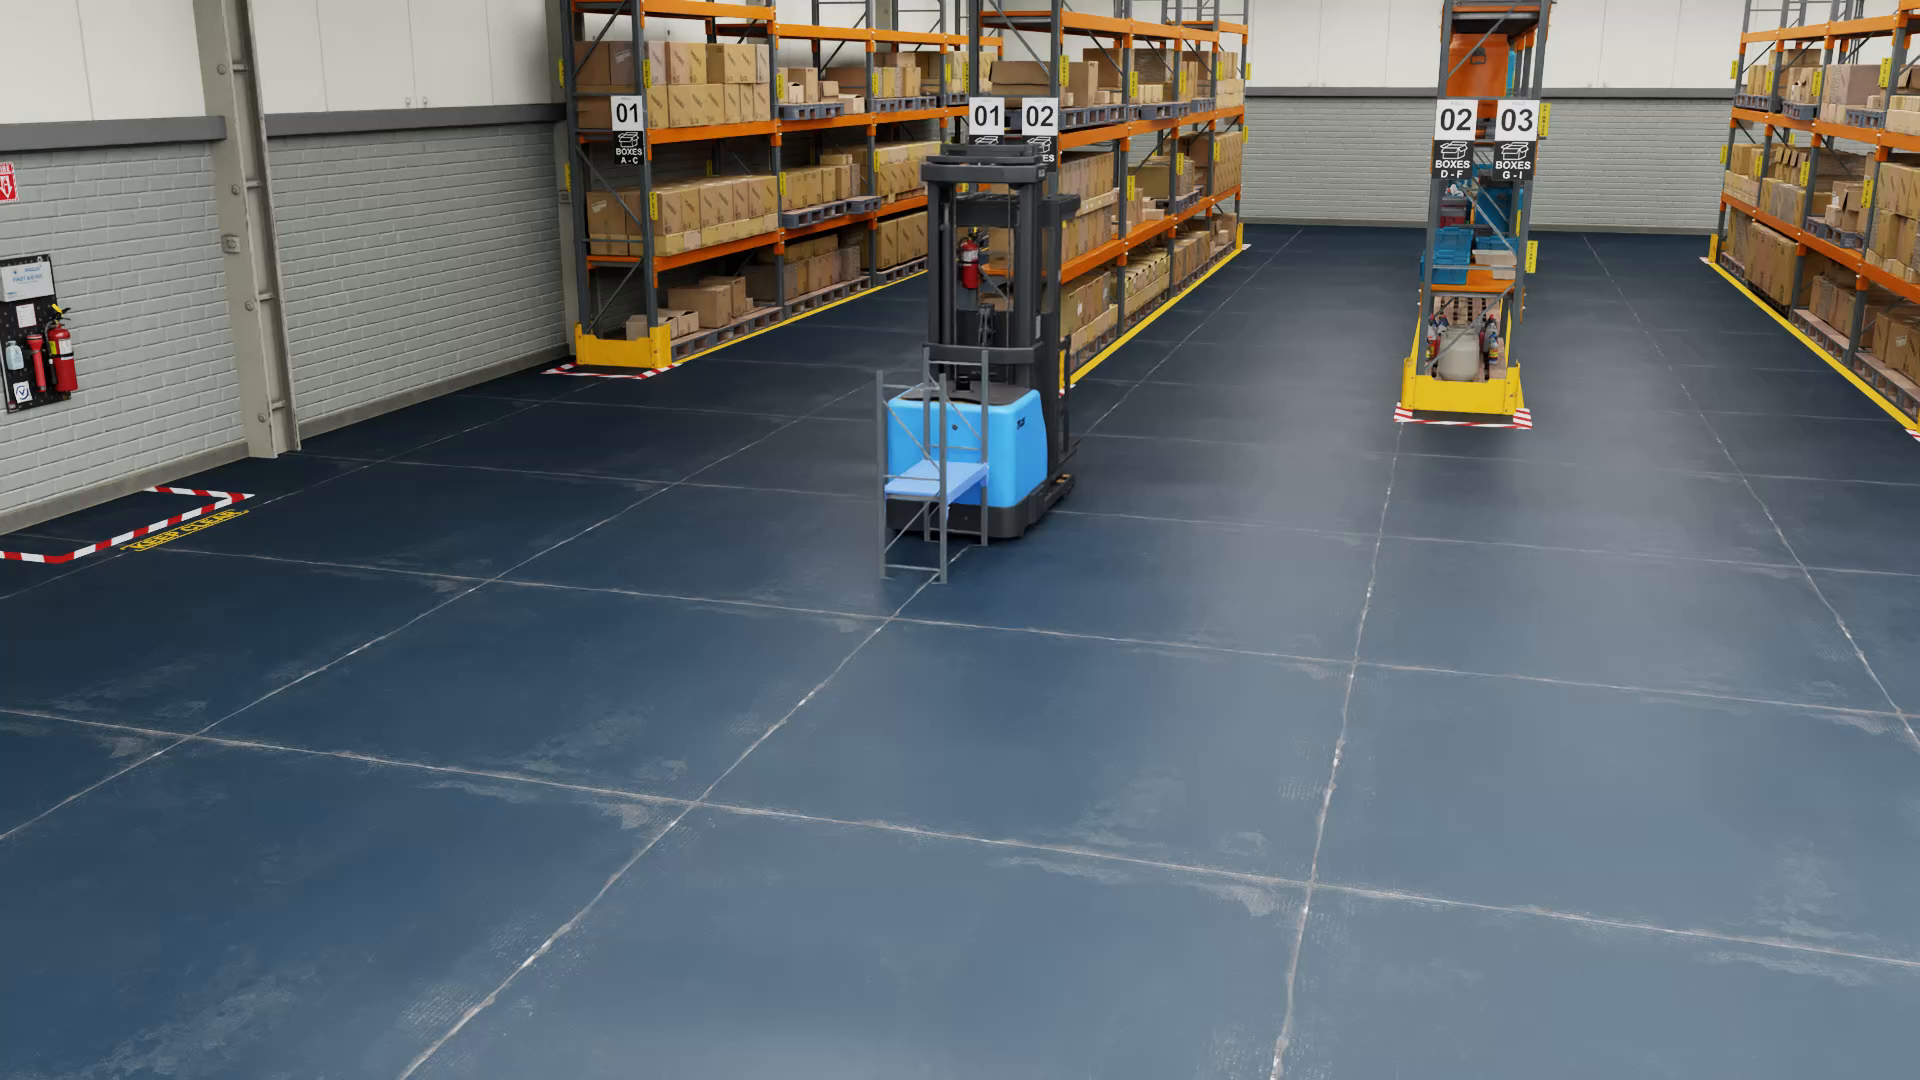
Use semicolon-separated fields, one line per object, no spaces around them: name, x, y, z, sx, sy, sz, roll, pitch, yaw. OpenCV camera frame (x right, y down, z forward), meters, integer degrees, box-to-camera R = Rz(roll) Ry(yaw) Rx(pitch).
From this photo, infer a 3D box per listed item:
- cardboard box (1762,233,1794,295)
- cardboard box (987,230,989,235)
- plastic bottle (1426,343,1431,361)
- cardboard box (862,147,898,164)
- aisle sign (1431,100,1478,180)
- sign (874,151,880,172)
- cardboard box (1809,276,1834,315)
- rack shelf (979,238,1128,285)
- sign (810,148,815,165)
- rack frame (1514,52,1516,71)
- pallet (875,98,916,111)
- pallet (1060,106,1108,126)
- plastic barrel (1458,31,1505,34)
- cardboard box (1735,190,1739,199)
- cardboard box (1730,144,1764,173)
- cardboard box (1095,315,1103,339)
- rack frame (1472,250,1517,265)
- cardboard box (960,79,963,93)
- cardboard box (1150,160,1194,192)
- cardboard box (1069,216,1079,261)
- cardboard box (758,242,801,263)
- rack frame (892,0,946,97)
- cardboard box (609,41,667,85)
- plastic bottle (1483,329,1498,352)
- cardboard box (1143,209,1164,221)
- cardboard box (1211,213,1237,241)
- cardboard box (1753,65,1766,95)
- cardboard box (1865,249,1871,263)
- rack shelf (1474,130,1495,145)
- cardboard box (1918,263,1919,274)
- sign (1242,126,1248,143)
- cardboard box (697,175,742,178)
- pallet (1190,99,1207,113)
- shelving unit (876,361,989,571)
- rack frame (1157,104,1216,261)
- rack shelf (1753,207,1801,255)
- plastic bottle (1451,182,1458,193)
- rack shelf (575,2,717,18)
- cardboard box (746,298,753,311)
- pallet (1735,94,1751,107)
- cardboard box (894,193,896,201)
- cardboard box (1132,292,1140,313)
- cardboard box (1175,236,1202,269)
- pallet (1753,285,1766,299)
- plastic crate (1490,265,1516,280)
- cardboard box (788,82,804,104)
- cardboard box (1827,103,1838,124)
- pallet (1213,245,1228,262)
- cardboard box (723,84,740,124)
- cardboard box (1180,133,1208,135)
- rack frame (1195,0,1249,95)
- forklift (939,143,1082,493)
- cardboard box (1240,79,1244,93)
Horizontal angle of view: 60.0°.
cardboard box;12.840;-4.120;24.984;1.225;0.875;0.875;5;16;16
cardboard box;0.287;-6.583;34.353;0.700;0.500;0.500;5;16;16
plastic bottle;5.443;-2.200;19.411;0.097;0.201;0.097;0;16;0
cardboard box;-1.356;-6.482;28.048;0.500;0.250;0.500;4;16;15
aisle sign;5.036;-4.075;16.935;0.394;0.787;0.004;5;16;16
sign;-1.361;-6.161;27.076;0.100;0.325;0.005;5;16;16
cardboard box;12.192;-3.361;22.958;0.700;0.500;0.500;4;16;13
rack shelf;1.162;-3.382;20.576;1.077;0.370;4.000;5;16;16
sign;-2.417;-6.281;27.353;0.100;0.325;0.005;5;16;16
rack frame;8.752;-8.846;27.525;1.000;3.000;0.127;5;16;16
pallet;-1.437;-7.499;28.620;1.003;0.211;1.213;5;17;18
pallet;1.164;-5.109;20.010;1.003;0.211;1.213;5;16;16
plastic barrel;6.093;-5.501;19.541;0.600;0.901;0.708;5;16;16
cardboard box;13.784;-6.031;29.057;0.380;0.149;0.250;4;16;14
cardboard box;14.100;-6.818;29.727;0.500;0.500;0.500;4;16;15
cardboard box;1.528;-2.731;21.229;0.500;0.250;0.500;5;16;16
rack frame;13.585;-5.107;17.459;15.375;4.700;1.906;5;16;16
cardboard box;-0.139;-8.641;31.624;0.500;0.250;0.500;4;16;15
cardboard box;3.561;-6.128;27.984;0.700;0.500;0.500;1;16;2
cardboard box;1.030;-3.642;19.988;0.700;0.500;0.500;5;17;16
cardboard box;-2.705;-4.314;24.943;0.500;0.250;0.500;4;16;15
rack frame;-0.747;-9.614;30.234;1.000;3.000;0.127;5;16;16
cardboard box;-3.815;-5.652;19.711;0.500;0.500;0.500;3;16;12
plastic bottle;6.375;-2.400;19.980;0.152;0.276;0.135;5;17;17
cardboard box;2.876;-4.921;25.141;0.380;0.149;0.250;5;16;16
cardboard box;5.222;-6.239;33.103;0.500;0.500;0.500;5;16;16
cardboard box;14.165;-7.946;28.715;0.700;0.500;0.500;3;16;12
cardboard box;10.877;-3.329;19.529;0.380;0.149;0.250;5;16;16
rack shelf;5.910;-4.569;18.772;0.919;0.052;3.809;5;16;16
cardboard box;10.300;-2.909;16.861;0.875;0.500;0.500;5;16;16
sign;5.667;-8.052;33.020;0.100;0.325;0.005;5;16;16
cardboard box;-3.354;-4.826;23.212;0.500;0.500;0.500;4;16;15
pallet;3.459;-7.261;27.778;1.213;0.211;1.003;5;16;16
shelving unit;-0.185;-0.558;12.048;0.538;1.308;1.030;5;17;17
rack frame;4.003;-6.345;29.701;1.000;3.000;0.127;5;16;16
rack shelf;19.458;-4.316;21.262;15.828;1.792;7.840;5;16;16
plastic bottle;8.329;-5.858;28.077;0.144;0.351;0.185;5;16;16
rack shelf;-3.589;-6.719;21.089;0.831;0.071;3.687;5;16;16
cardboard box;-3.144;-3.341;23.498;0.380;0.166;0.250;2;16;9
pallet;14.436;-7.828;29.595;1.003;0.211;1.213;5;16;16
cardboard box;13.859;-6.300;27.239;30.004;1.639;7.240;5;17;17
cardboard box;2.229;-3.351;23.416;0.500;0.250;0.500;5;17;17
cardboard box;3.847;-4.943;28.533;0.500;0.500;0.500;5;17;17
pallet;13.353;-4.026;26.638;1.003;0.211;1.213;5;16;16
plastic crate;5.904;-2.902;18.049;0.298;0.136;0.250;5;16;16
cardboard box;-2.613;-6.535;24.269;0.500;0.311;0.500;5;17;18
cardboard box;11.840;-5.662;22.074;0.500;0.250;0.500;5;17;17
pallet;4.544;-5.503;31.844;1.003;0.211;1.213;5;16;16
cardboard box;-3.204;-5.705;21.730;0.500;0.500;0.500;4;16;14
cardboard box;4.473;-7.557;31.959;0.500;0.500;0.500;5;17;17
rack frame;5.140;-10.277;32.572;1.000;3.000;0.127;5;16;16
forklift;0.357;-1.784;13.746;1.121;2.935;3.031;5;17;17
cardboard box;5.239;-8.848;32.390;0.500;0.250;0.500;5;16;16
